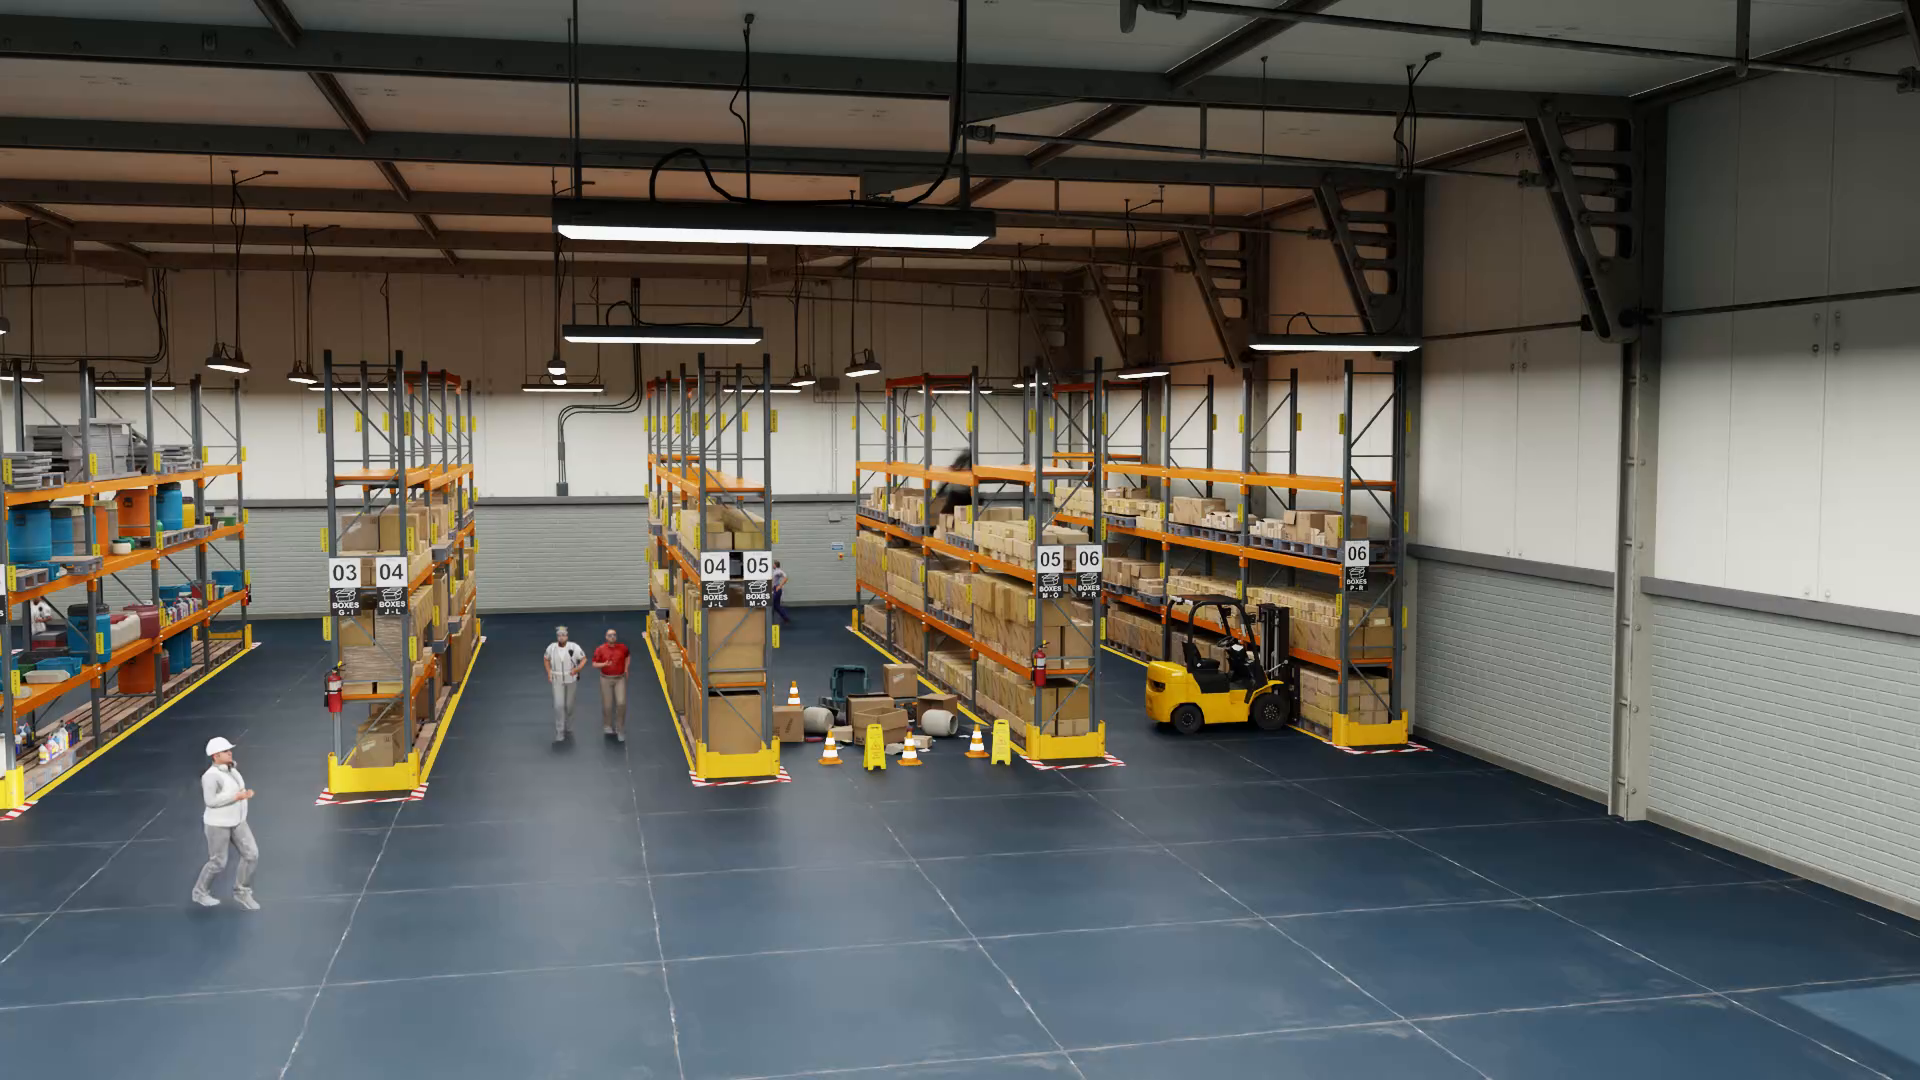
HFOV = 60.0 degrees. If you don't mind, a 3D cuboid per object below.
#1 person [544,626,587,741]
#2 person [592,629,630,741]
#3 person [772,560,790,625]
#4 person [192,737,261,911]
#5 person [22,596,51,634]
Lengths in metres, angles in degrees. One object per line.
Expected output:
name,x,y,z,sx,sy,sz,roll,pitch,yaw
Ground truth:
person,-6.322,2.276,26.655,0.675,1.845,0.793,-1,4,-11
person,-5.533,2.306,26.490,0.640,1.791,0.755,-1,4,-19
person,-4.528,1.332,40.906,0.735,1.699,0.588,-1,4,-16
person,-7.532,2.930,17.065,0.731,1.825,0.639,1,4,11
person,-18.449,1.854,33.234,0.537,1.745,0.815,-2,4,-26
